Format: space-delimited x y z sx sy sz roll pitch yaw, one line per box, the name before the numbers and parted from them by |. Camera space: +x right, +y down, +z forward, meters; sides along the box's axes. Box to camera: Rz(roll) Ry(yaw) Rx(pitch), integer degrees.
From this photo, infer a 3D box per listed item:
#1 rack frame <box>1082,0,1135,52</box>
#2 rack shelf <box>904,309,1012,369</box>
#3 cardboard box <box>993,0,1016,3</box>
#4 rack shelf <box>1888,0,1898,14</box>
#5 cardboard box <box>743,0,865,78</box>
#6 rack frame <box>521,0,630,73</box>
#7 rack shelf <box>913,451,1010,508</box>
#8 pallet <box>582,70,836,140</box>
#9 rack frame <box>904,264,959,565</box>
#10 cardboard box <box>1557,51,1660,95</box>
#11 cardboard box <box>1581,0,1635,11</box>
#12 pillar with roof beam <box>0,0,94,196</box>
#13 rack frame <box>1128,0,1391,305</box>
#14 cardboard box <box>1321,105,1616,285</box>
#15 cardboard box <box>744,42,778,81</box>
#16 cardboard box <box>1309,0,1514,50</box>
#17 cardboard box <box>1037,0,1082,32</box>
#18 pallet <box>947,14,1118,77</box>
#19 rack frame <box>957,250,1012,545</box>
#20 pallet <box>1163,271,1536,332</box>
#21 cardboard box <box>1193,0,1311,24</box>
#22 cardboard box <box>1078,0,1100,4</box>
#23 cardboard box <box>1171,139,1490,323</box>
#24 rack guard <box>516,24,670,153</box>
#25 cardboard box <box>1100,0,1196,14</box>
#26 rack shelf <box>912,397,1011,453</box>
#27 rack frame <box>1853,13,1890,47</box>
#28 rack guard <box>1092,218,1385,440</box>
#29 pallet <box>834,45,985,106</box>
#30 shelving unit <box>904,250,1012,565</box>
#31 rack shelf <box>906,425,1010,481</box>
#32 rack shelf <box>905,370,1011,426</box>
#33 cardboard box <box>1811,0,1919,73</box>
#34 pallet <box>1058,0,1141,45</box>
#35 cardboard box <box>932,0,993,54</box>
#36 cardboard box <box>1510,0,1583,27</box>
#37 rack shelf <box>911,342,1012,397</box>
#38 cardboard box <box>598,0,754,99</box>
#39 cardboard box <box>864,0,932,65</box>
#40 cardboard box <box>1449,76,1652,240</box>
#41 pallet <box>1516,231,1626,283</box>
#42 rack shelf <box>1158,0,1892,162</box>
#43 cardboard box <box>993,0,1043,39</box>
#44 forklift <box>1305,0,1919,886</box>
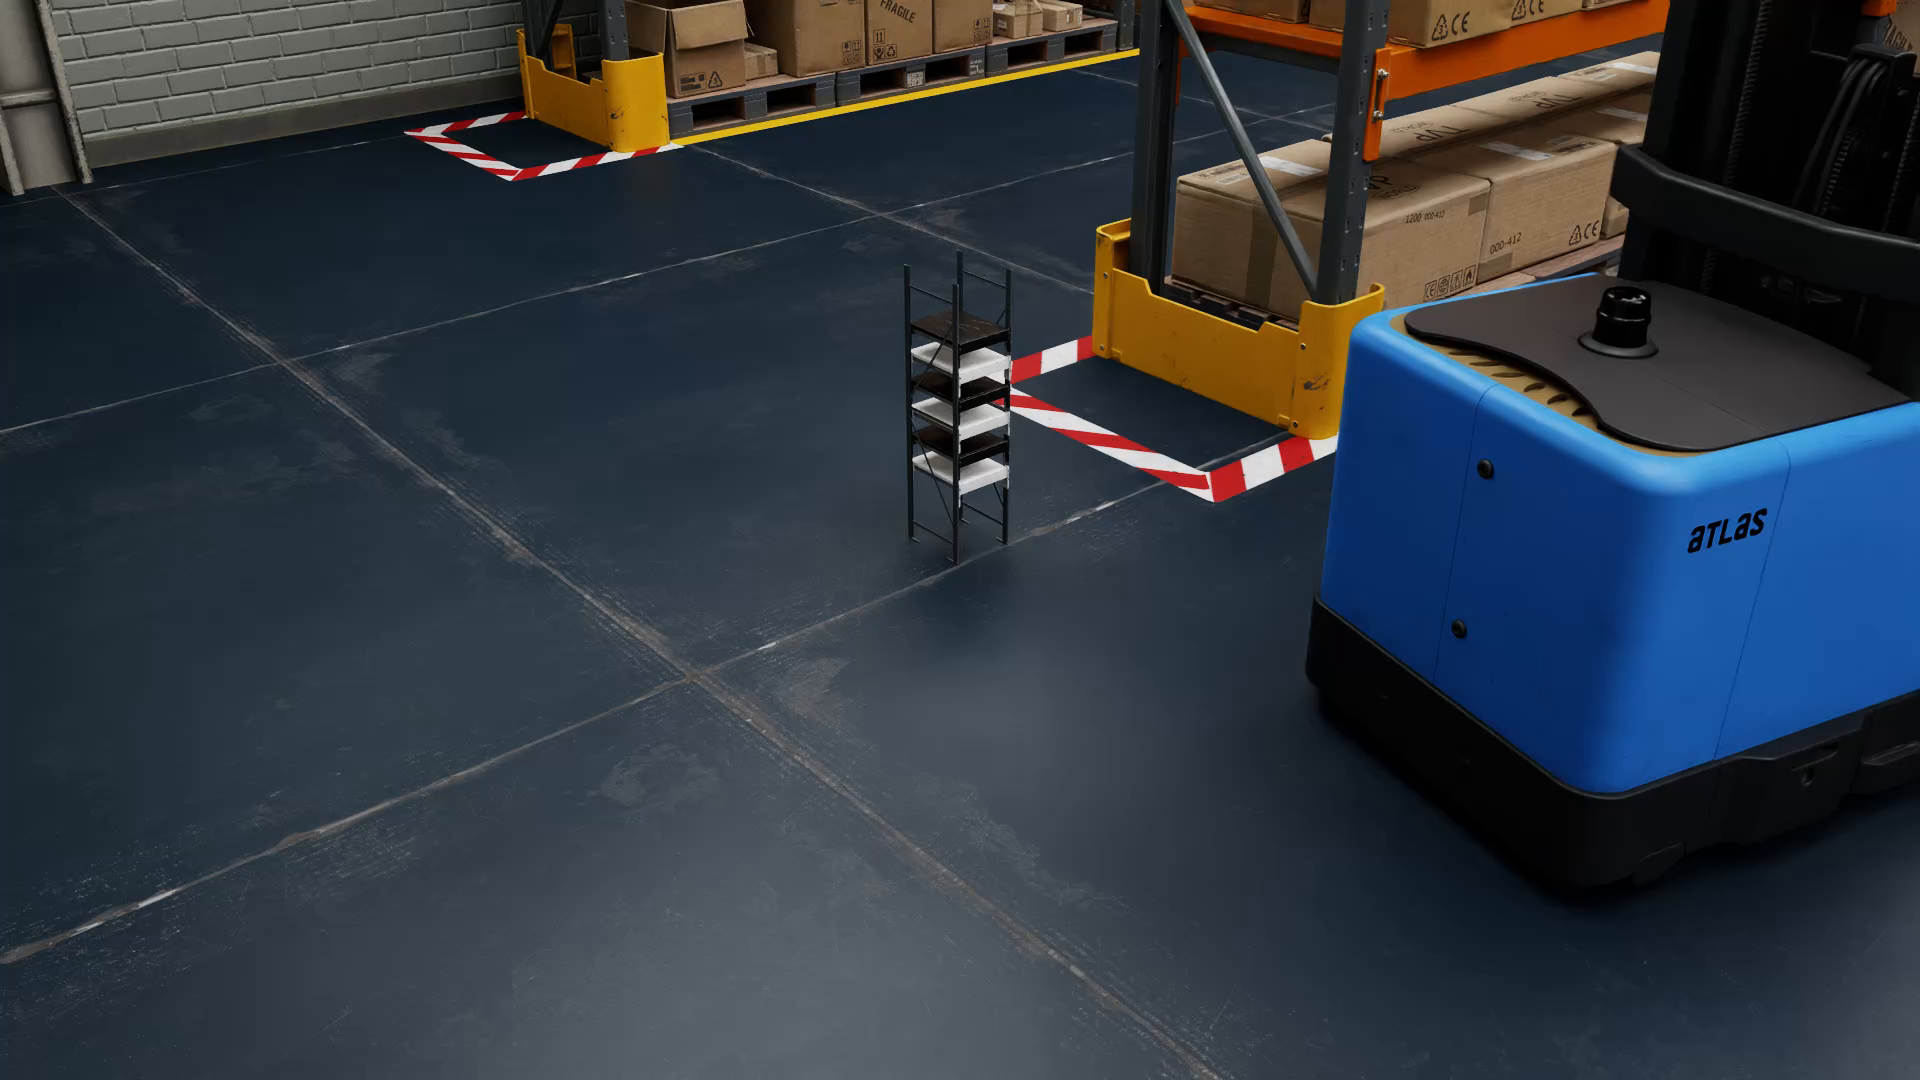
rack frame | 0.848 -4.937 11.306 0.127 3.000 1.000 -22 35 -35
rack shelf | -0.006 -0.603 4.922 0.200 0.077 0.258 -22 35 -35
cardboard box | 0.192 -3.819 11.621 0.500 0.311 0.500 -20 34 -33
rack shelf | 5.594 -3.453 9.292 4.000 0.370 1.077 -22 35 -35
cardboard box | -0.992 -3.197 10.256 0.500 0.500 0.700 -20 34 -33
rack frame | -2.194 -3.713 9.016 0.127 3.000 1.000 -22 35 -35
rack shelf | -0.006 -0.206 5.134 0.200 0.077 0.258 -22 35 -35
pallet | -1.531 -2.751 10.174 1.213 0.211 1.003 -22 35 -35
rack frame | -0.084 -0.363 4.975 0.006 0.900 0.240 -22 35 -35
cardboard box | 3.526 -2.060 8.195 0.875 0.438 0.875 -22 35 -36
cardboard box | 2.347 -2.337 6.334 0.500 0.500 0.500 -22 35 -35
pillar with roof beam | -2.037 -4.314 3.775 0.400 9.000 9.100 -22 35 -35
rack frame | 1.030 -1.935 5.688 0.127 3.000 1.000 -22 35 -35
cardboard box | 2.158 -1.511 7.167 0.875 0.438 0.875 -21 34 -34
cardboard box | -1.319 -2.910 10.093 0.250 0.149 0.380 -24 36 -37
cardboard box | 1.581 -2.023 5.746 0.500 0.500 0.500 -22 35 -35
cardboard box | 0.615 -3.589 11.363 0.250 0.149 0.380 -23 36 -36
pallet | 0.325 -3.497 11.571 1.213 0.211 1.003 -22 35 -35
rack frame | 0.071 -0.426 5.091 0.006 0.900 0.240 -22 35 -35
pallet | 1.587 -0.977 6.855 1.213 0.211 1.003 -22 35 -35
cardboard box | 1.225 -2.221 6.118 0.500 0.500 0.500 -22 35 -35
cardboard box | 1.030 -4.276 12.275 0.500 0.500 0.500 -22 35 -35
cardboard box | 1.467 -1.228 6.638 0.875 0.438 0.875 -23 36 -37
rack guard | -2.137 -2.634 9.649 0.348 0.500 1.175 -22 35 -35
cardboard box | 1.363 -4.087 11.922 0.500 0.500 0.500 -20 34 -33
rack shelf | -0.006 -0.365 5.049 0.200 0.077 0.258 -22 35 -35
rack frame | 4.073 -3.158 7.978 0.127 3.000 1.000 -22 35 -35
rack guard | 1.012 -0.825 6.263 0.348 0.500 1.175 -22 35 -35
pallet | -0.603 -3.122 10.869 1.213 0.211 1.003 -22 35 -35
shelving unit | -0.006 -0.394 5.033 0.210 0.900 0.258 -22 35 -35
rack shelf | -0.006 -0.286 5.091 0.200 0.077 0.258 -22 35 -35
rack shelf | -0.006 -0.444 5.007 0.200 0.077 0.258 -22 35 -35
cardboard box | 4.493 -2.625 8.788 0.875 0.875 0.875 -21 34 -33
pallet | 1.443 -3.969 12.454 1.213 0.211 1.003 -22 35 -35
cardboard box | -0.202 -3.514 10.850 0.500 0.500 0.700 -23 36 -37
cardboard box | 1.948 -2.187 6.055 0.500 0.500 0.500 -22 35 -36
rack shelf | -0.006 -0.524 4.964 0.200 0.077 0.258 -22 35 -35
cardboard box | -1.668 -2.951 9.792 0.637 0.503 0.797 -24 36 -37
cardboard box | -0.525 -3.323 10.491 0.500 0.500 0.500 -21 35 -34
cardboard box | 2.845 -1.786 7.682 0.875 0.438 0.875 -23 36 -36
pallet | 2.515 -1.349 7.550 1.213 0.211 1.003 -22 35 -35
rack shelf | 2.551 -2.229 7.002 4.000 0.370 1.077 -22 35 -35
cardboard box | 0.344 -3.531 11.131 0.258 0.266 0.396 -20 34 -33
forklift | 2.477 -0.980 3.974 3.031 2.935 1.130 -13 31 -22
